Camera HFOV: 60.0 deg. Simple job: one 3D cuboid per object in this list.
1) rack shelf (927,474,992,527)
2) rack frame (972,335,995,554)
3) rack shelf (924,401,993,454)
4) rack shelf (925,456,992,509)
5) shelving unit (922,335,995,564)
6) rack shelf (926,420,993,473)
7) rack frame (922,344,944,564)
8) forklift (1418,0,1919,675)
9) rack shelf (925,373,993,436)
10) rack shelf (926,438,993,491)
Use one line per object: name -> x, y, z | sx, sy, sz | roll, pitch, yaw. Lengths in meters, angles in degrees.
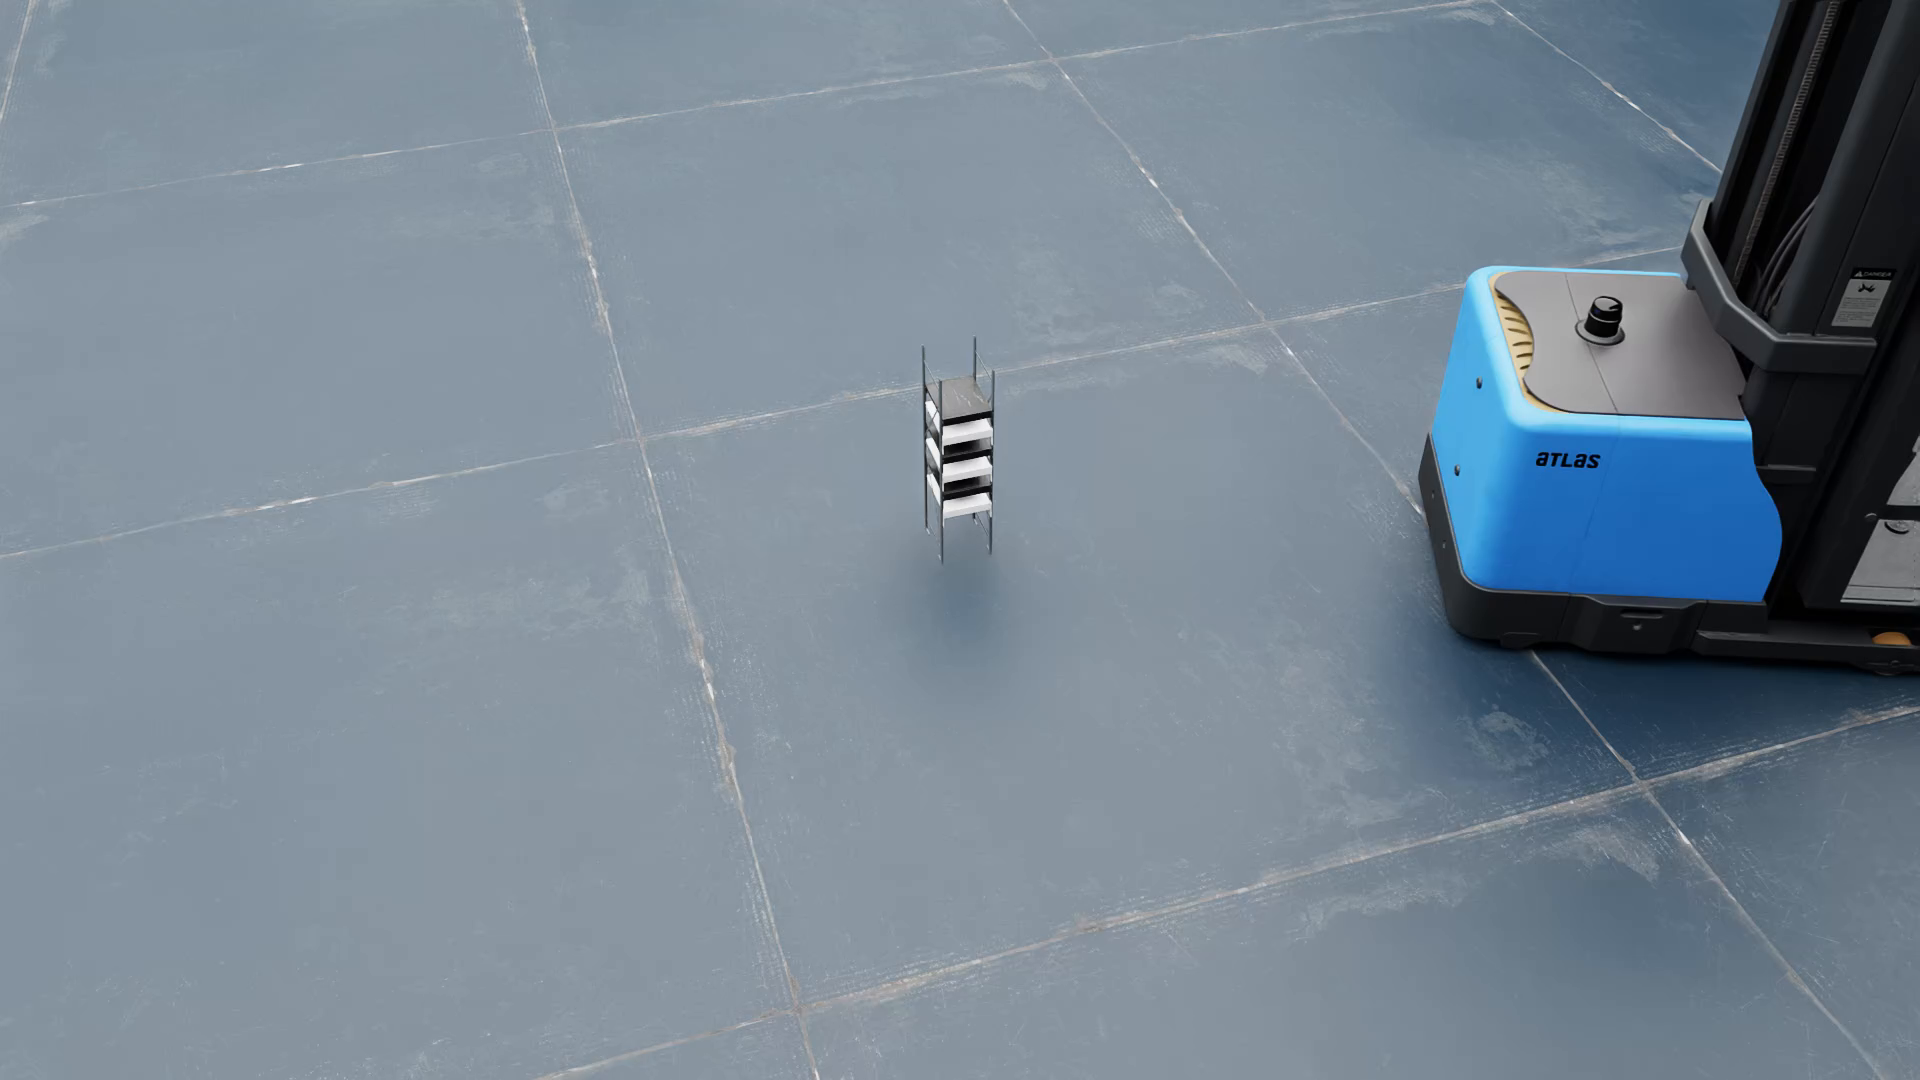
rack shelf -> -0.008, -0.177, 6.592 | 0.200, 0.077, 0.258 | -12, 42, -13
rack frame -> 0.089, -0.357, 6.475 | 0.006, 0.900, 0.240 | -12, 42, -13
rack shelf -> -0.008, -0.448, 6.356 | 0.200, 0.077, 0.258 | -12, 42, -13
rack shelf -> -0.008, -0.244, 6.533 | 0.200, 0.077, 0.258 | -12, 42, -13
shelving unit -> -0.008, -0.337, 6.452 | 0.210, 0.900, 0.258 | -12, 42, -13
rack shelf -> -0.008, -0.380, 6.415 | 0.200, 0.077, 0.258 | -12, 42, -13
rack frame -> -0.105, -0.317, 6.429 | 0.006, 0.900, 0.240 | -12, 42, -13
forklift -> 3.390, -0.958, 5.619 | 3.031, 2.935, 1.130 | 3, 41, 3
rack shelf -> -0.008, -0.516, 6.296 | 0.200, 0.077, 0.258 | -12, 42, -13
rack shelf -> -0.008, -0.312, 6.474 | 0.200, 0.077, 0.258 | -12, 42, -13
